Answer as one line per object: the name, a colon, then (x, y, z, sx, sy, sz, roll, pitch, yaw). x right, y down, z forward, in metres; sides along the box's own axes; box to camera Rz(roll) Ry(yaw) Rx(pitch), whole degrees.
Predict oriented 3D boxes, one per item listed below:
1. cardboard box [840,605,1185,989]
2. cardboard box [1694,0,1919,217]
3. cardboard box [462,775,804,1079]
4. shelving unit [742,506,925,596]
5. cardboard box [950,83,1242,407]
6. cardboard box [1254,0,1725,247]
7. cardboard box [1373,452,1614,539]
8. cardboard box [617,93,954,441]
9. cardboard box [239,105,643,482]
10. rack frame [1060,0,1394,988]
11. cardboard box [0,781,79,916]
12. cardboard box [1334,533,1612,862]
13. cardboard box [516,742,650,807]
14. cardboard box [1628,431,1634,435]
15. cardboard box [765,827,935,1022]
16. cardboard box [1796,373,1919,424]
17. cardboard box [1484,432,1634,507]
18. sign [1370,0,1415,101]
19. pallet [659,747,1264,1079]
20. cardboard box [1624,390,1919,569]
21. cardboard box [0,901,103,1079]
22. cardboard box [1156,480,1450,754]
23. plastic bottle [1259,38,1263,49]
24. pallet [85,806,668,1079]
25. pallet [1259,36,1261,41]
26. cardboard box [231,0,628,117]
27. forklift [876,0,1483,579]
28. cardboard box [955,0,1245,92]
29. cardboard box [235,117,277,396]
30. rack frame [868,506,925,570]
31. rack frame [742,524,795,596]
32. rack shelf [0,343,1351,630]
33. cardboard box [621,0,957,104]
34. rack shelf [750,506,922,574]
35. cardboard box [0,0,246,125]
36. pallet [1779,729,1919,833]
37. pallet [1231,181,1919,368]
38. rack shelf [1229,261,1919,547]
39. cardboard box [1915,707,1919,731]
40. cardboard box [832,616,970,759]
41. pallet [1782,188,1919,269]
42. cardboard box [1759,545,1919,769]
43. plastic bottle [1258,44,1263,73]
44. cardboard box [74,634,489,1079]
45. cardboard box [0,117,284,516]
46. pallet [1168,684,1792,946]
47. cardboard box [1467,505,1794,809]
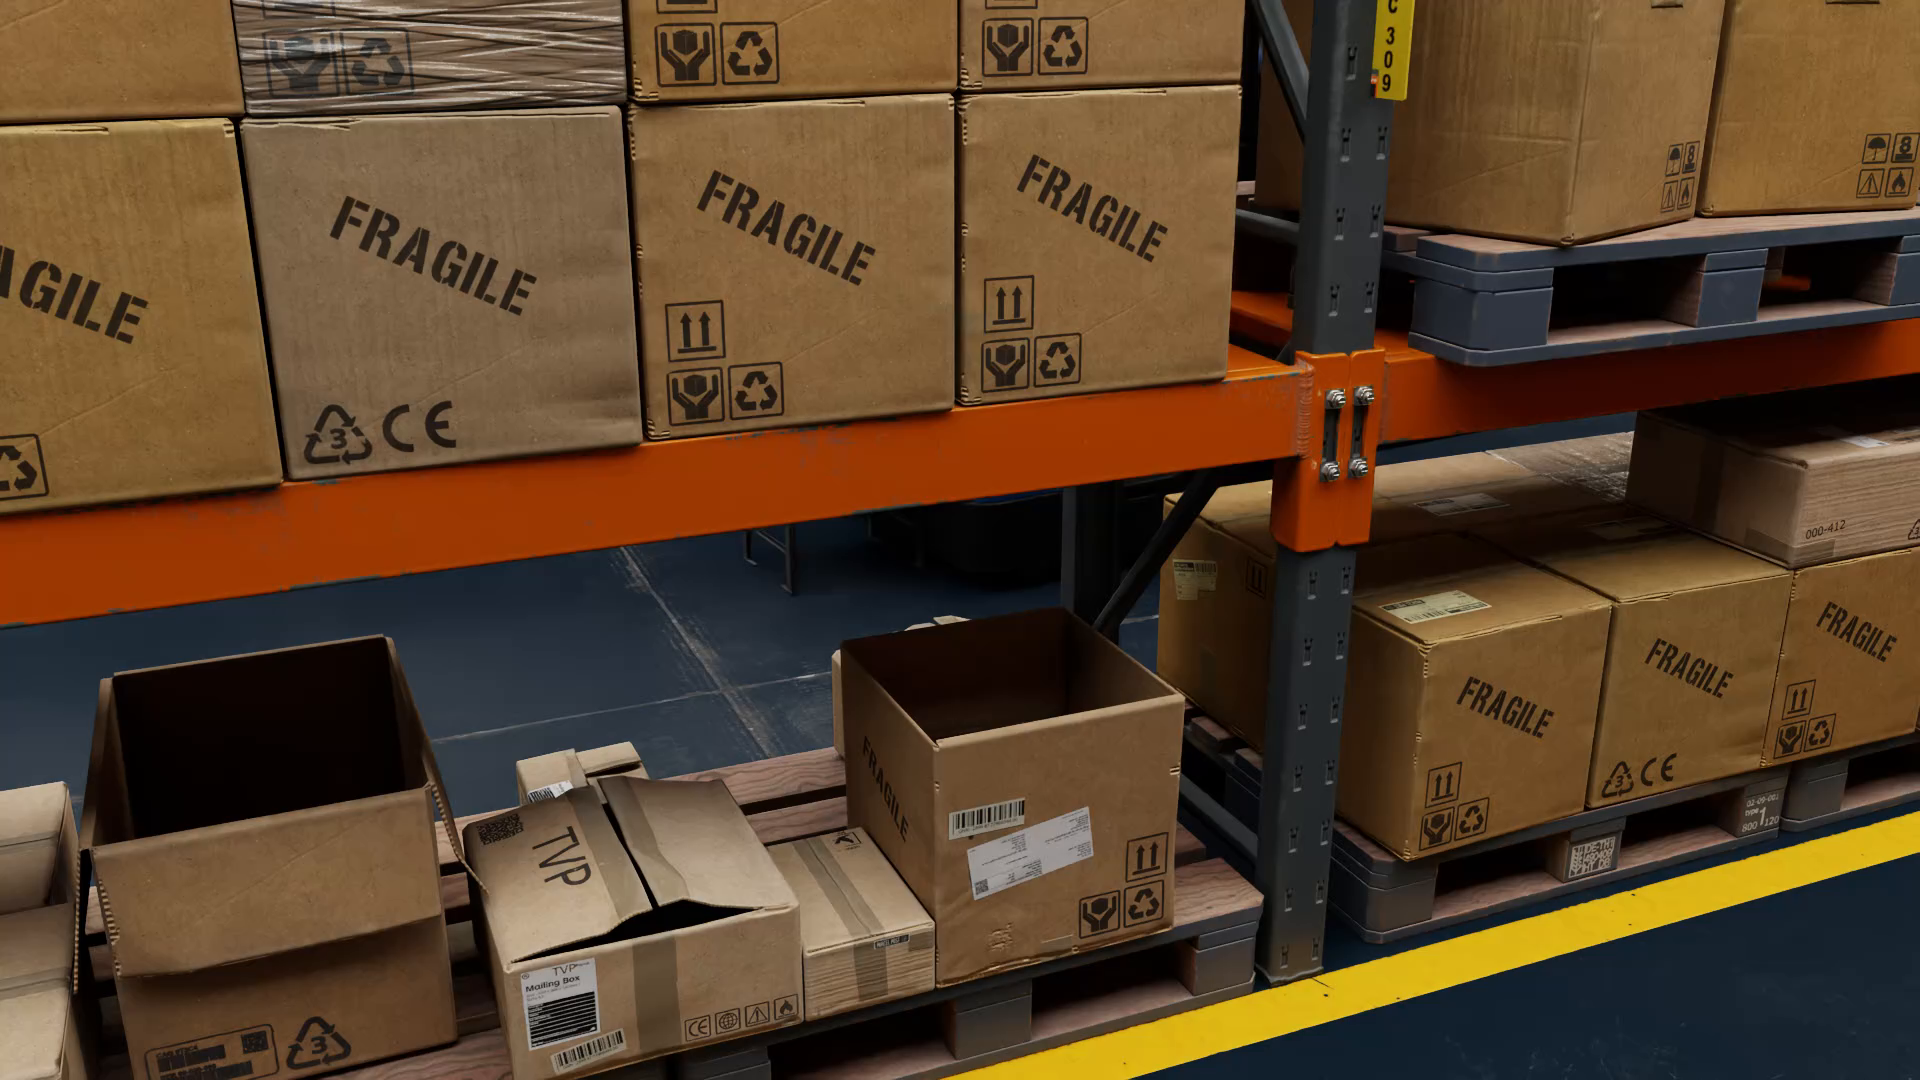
cardboard box: (0.088, 0.477, 3.252, 0.500, 0.500, 0.500, -8, 21, -22)
cardboard box: (1.629, -1.005, 3.577, 0.500, 0.500, 0.700, -5, 20, -13)
cardboard box: (-0.600, 0.665, 3.003, 0.500, 0.311, 0.500, -8, 21, -22)
shelving unit: (-0.440, -0.904, 5.427, 0.503, 2.100, 0.431, -11, 22, -28)
cardboard box: (0.142, -0.559, 2.943, 0.500, 0.500, 0.500, -8, 21, -21)
cardboard box: (1.023, -0.895, 3.265, 0.500, 0.500, 0.700, -17, 26, -40)
cardboard box: (1.296, 0.101, 4.321, 0.500, 0.500, 0.500, -8, 21, -22)
cardboard box: (-0.331, -0.491, 2.749, 0.500, 0.500, 0.500, -8, 21, -20)
cardboard box: (-0.802, -0.423, 2.555, 0.500, 0.500, 0.500, -8, 21, -21)
rack frame: (0.499, -0.656, 3.368, 0.127, 3.000, 1.000, -8, 21, -22)
cardboard box: (-1.888, 0.697, 3.003, 0.500, 0.250, 0.500, -8, 21, -22)
cardboard box: (1.040, 0.326, 3.680, 0.500, 0.500, 0.500, -9, 21, -24)
cardboard box: (-0.762, 0.579, 3.465, 0.250, 0.166, 0.380, -8, 21, -22)
cardboard box: (2.223, -0.033, 4.699, 0.500, 0.500, 0.500, -9, 21, -24)
cardboard box: (-0.232, 0.710, 3.118, 0.250, 0.149, 0.380, -8, 21, -22)
cardboard box: (2.418, -0.225, 4.117, 0.500, 0.250, 0.500, -9, 21, -23)
cardboard box: (1.757, 0.035, 4.508, 0.500, 0.500, 0.500, -8, 21, -21)
sign: (0.721, -0.900, 2.758, 0.005, 0.325, 0.100, -8, 21, -22)
pallet: (-0.132, 0.750, 3.576, 1.213, 0.211, 1.003, -8, 21, -22)
cardboard box: (1.958, -0.159, 3.929, 0.500, 0.250, 0.500, -8, 21, -22)
cardboard box: (-1.644, 0.843, 2.589, 0.500, 0.250, 0.500, -8, 21, -22)
cardboard box: (0.839, 0.163, 4.143, 0.500, 0.500, 0.500, -8, 21, -22)
plastic bottle: (1.688, -2.676, 9.293, 0.135, 0.276, 0.152, -8, 21, -22)
pallet: (-1.254, 0.911, 3.116, 1.213, 0.211, 1.003, -8, 21, -22)
pallet: (2.053, -4.386, 14.251, 1.213, 0.211, 1.003, -8, 21, -22)
cardboard box: (-0.795, -0.895, 2.391, 0.500, 0.500, 0.500, -8, 21, -21)
forklift: (1.094, -1.592, 6.130, 3.031, 2.935, 1.130, -11, 22, -28)
cardboard box: (0.137, -1.029, 2.773, 0.500, 0.500, 0.500, -8, 21, -22)
cardboard box: (-1.472, -0.518, 2.827, 0.500, 0.500, 0.500, -8, 21, -23)
rack frame: (-0.228, -0.944, 5.542, 0.015, 2.100, 0.400, -11, 22, -28)
rack frame: (-0.651, -0.863, 5.312, 0.015, 2.100, 0.400, -11, 22, -28)
rack shelf: (-1.337, -0.054, 2.741, 4.000, 0.370, 1.077, -8, 21, -22)
cardboard box: (-0.332, -0.961, 2.579, 0.500, 0.500, 0.500, -9, 21, -23)
rack shelf: (-0.440, -0.231, 5.664, 0.480, 0.518, 0.431, -11, 22, -28)
cardboard box: (-1.257, -0.829, 2.204, 0.500, 0.500, 0.500, -8, 21, -22)
pallet: (2.353, 0.379, 4.628, 1.213, 0.211, 1.003, -8, 21, -22)
pallet: (1.276, -0.637, 3.604, 1.213, 0.211, 1.003, -8, 21, -22)
rack shelf: (2.335, -0.580, 4.235, 4.000, 0.370, 1.077, -8, 21, -22)
cardboard box: (2.451, 0.123, 4.258, 0.500, 0.500, 0.500, -9, 21, -24)
cardboard box: (0.028, 0.394, 3.772, 0.500, 0.311, 0.500, -8, 21, -22)
pallet: (2.388, -0.834, 4.164, 1.213, 0.211, 1.003, -8, 21, -22)
cardboard box: (1.987, 0.189, 4.069, 0.500, 0.500, 0.500, -8, 21, -21)
plastic bottle: (1.507, -2.384, 8.469, 0.097, 0.271, 0.097, 0, 19, 0)
cardboard box: (-1.224, 0.563, 3.004, 0.637, 0.503, 0.797, -8, 21, -22)
cardboard box: (-1.269, -0.355, 2.362, 0.500, 0.500, 0.500, -8, 21, -21)
pallet: (1.231, 0.541, 4.168, 1.213, 0.211, 1.003, -8, 21, -22)
cardboard box: (1.525, 0.253, 3.889, 0.500, 0.500, 0.500, -8, 21, -21)
